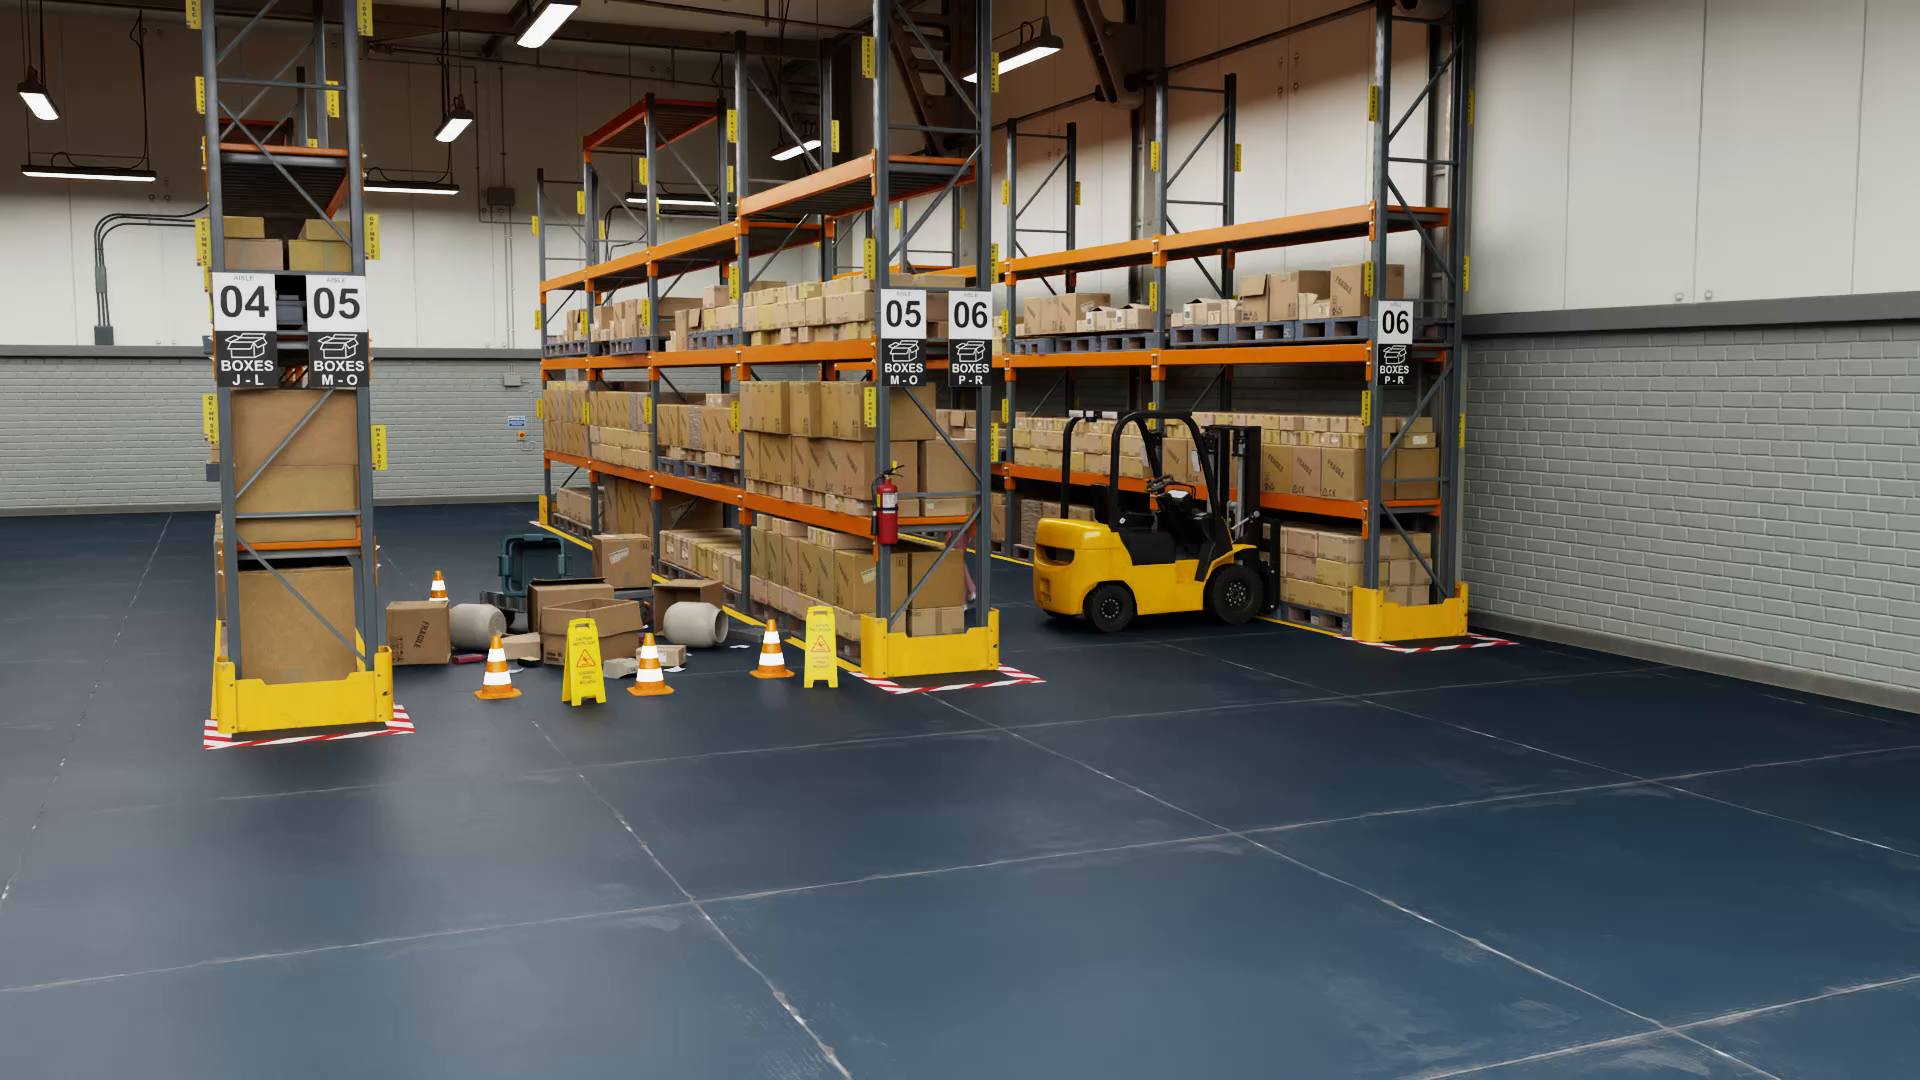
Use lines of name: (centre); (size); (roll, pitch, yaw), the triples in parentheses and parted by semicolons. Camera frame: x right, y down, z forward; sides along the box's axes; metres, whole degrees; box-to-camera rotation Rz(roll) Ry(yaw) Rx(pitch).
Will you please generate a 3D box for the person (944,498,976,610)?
person: (-0.013, -0.079, 17.744); (0.401, 1.680, 0.521); (2, 6, 24)
